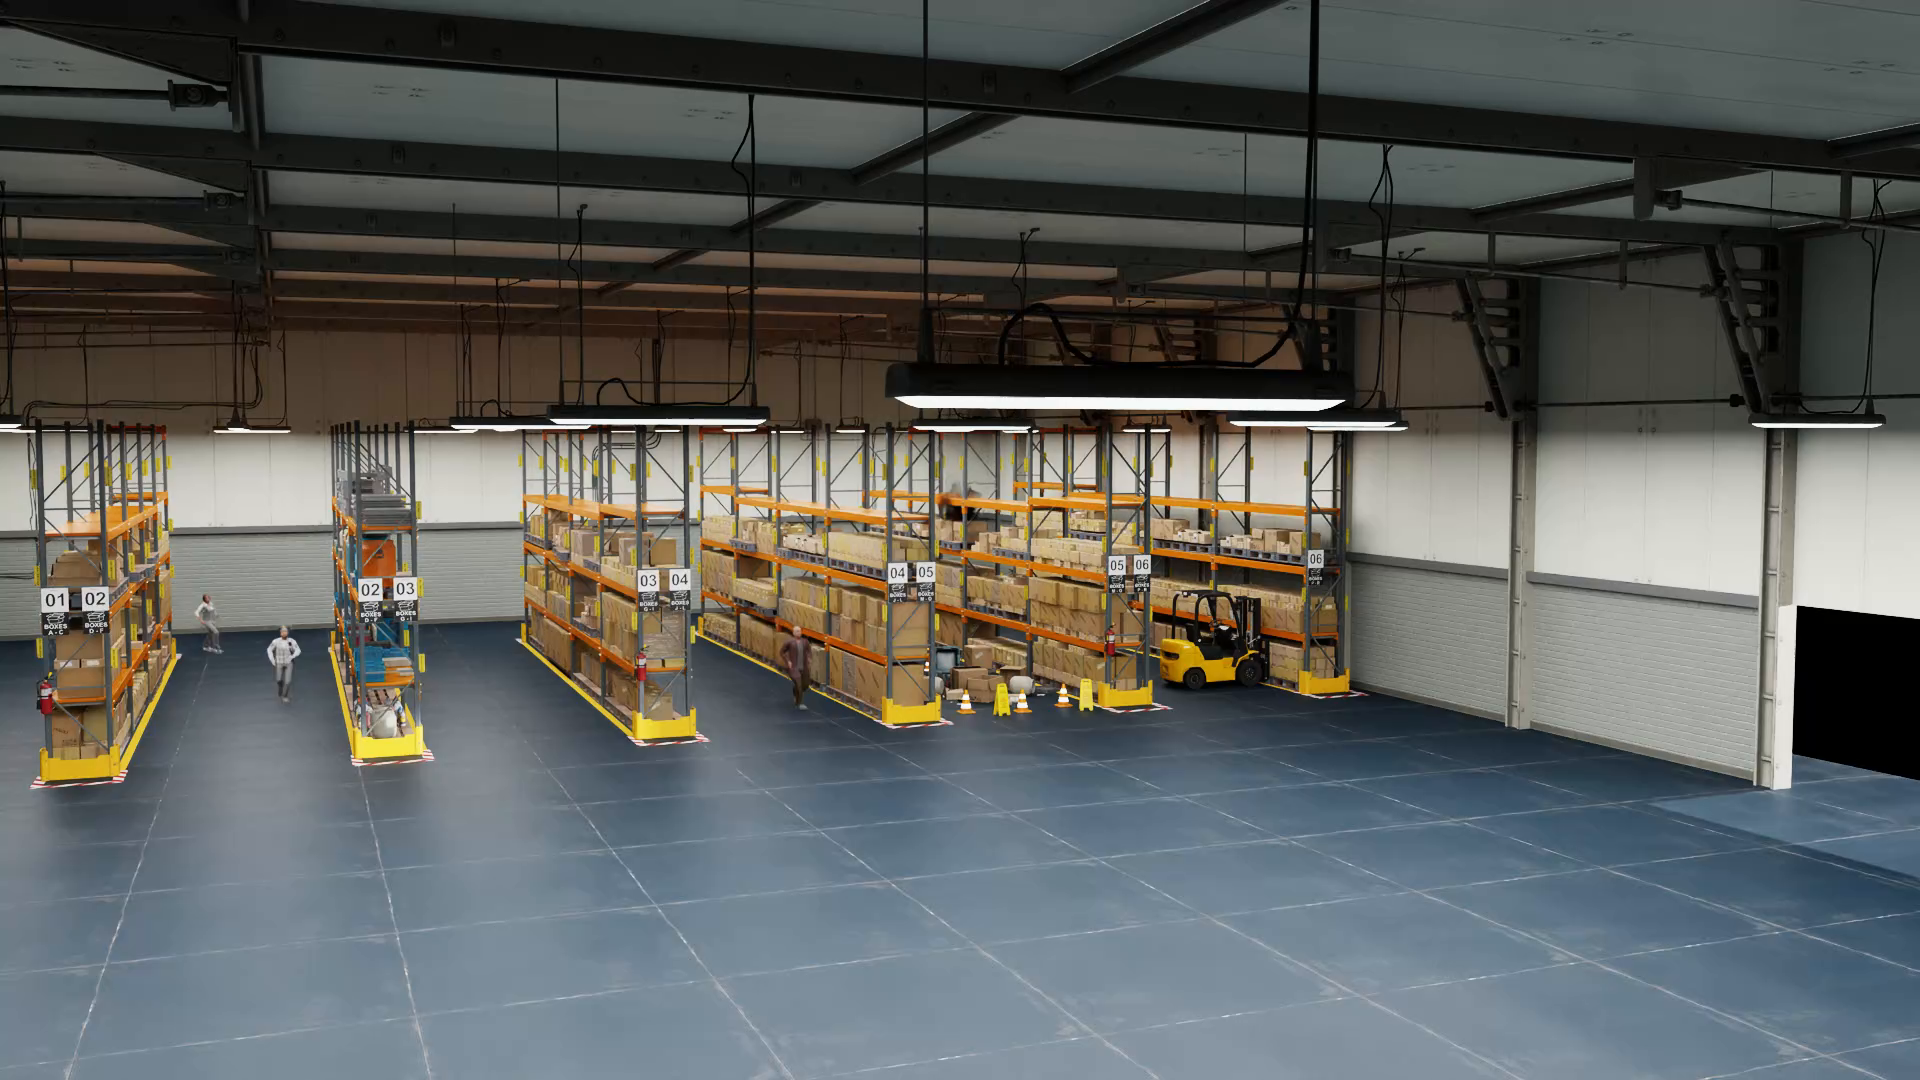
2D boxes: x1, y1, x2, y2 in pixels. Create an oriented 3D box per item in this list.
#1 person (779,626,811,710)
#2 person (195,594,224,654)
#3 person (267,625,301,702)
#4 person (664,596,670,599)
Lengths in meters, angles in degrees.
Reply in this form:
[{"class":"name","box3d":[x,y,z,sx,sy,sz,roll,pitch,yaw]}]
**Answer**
[{"class":"person","box3d":[-3.424,2.677,34.877,0.703,1.725,0.710,-2,4,-31]},{"class":"person","box3d":[-19.765,2.209,43.740,0.652,1.597,0.586,1,4,15]},{"class":"person","box3d":[-14.512,2.658,35.710,0.678,1.658,0.490,-1,4,-19]},{"class":"person","box3d":[-7.869,2.078,45.524,0.667,1.644,0.747,-1,4,-10]}]
